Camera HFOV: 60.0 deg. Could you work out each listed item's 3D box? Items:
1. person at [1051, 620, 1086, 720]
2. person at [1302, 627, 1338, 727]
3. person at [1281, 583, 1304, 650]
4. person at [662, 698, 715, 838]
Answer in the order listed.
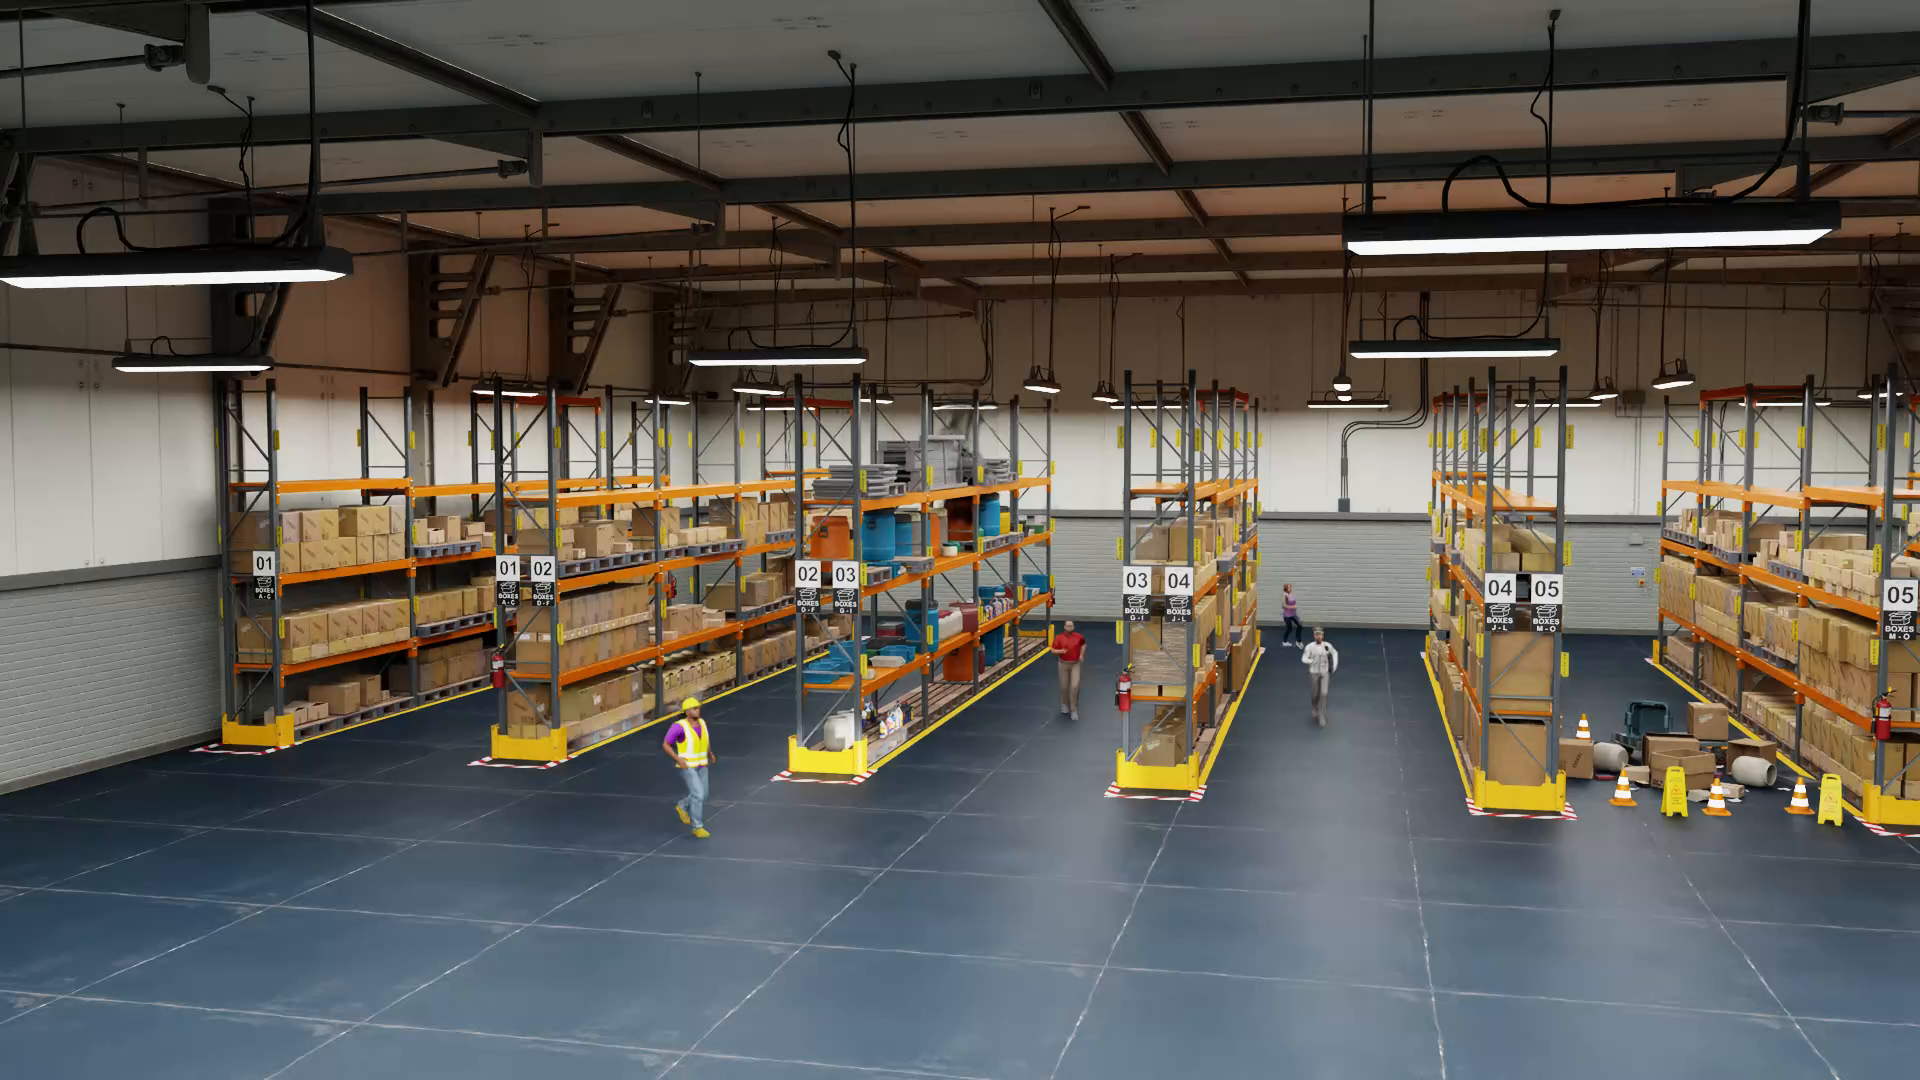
[{"bbox_3d":[1.969,2.318,30.033,0.653,1.752,0.898,0,3,0],"label":"person"},{"bbox_3d":[6.379,2.385,29.484,0.620,1.703,0.929,1,4,13],"label":"person"},{"bbox_3d":[7.877,1.818,39.793,0.509,1.575,0.668,-2,4,-30],"label":"person"},{"bbox_3d":[-3.418,2.867,21.088,0.675,1.746,0.708,3,4,39],"label":"person"}]
